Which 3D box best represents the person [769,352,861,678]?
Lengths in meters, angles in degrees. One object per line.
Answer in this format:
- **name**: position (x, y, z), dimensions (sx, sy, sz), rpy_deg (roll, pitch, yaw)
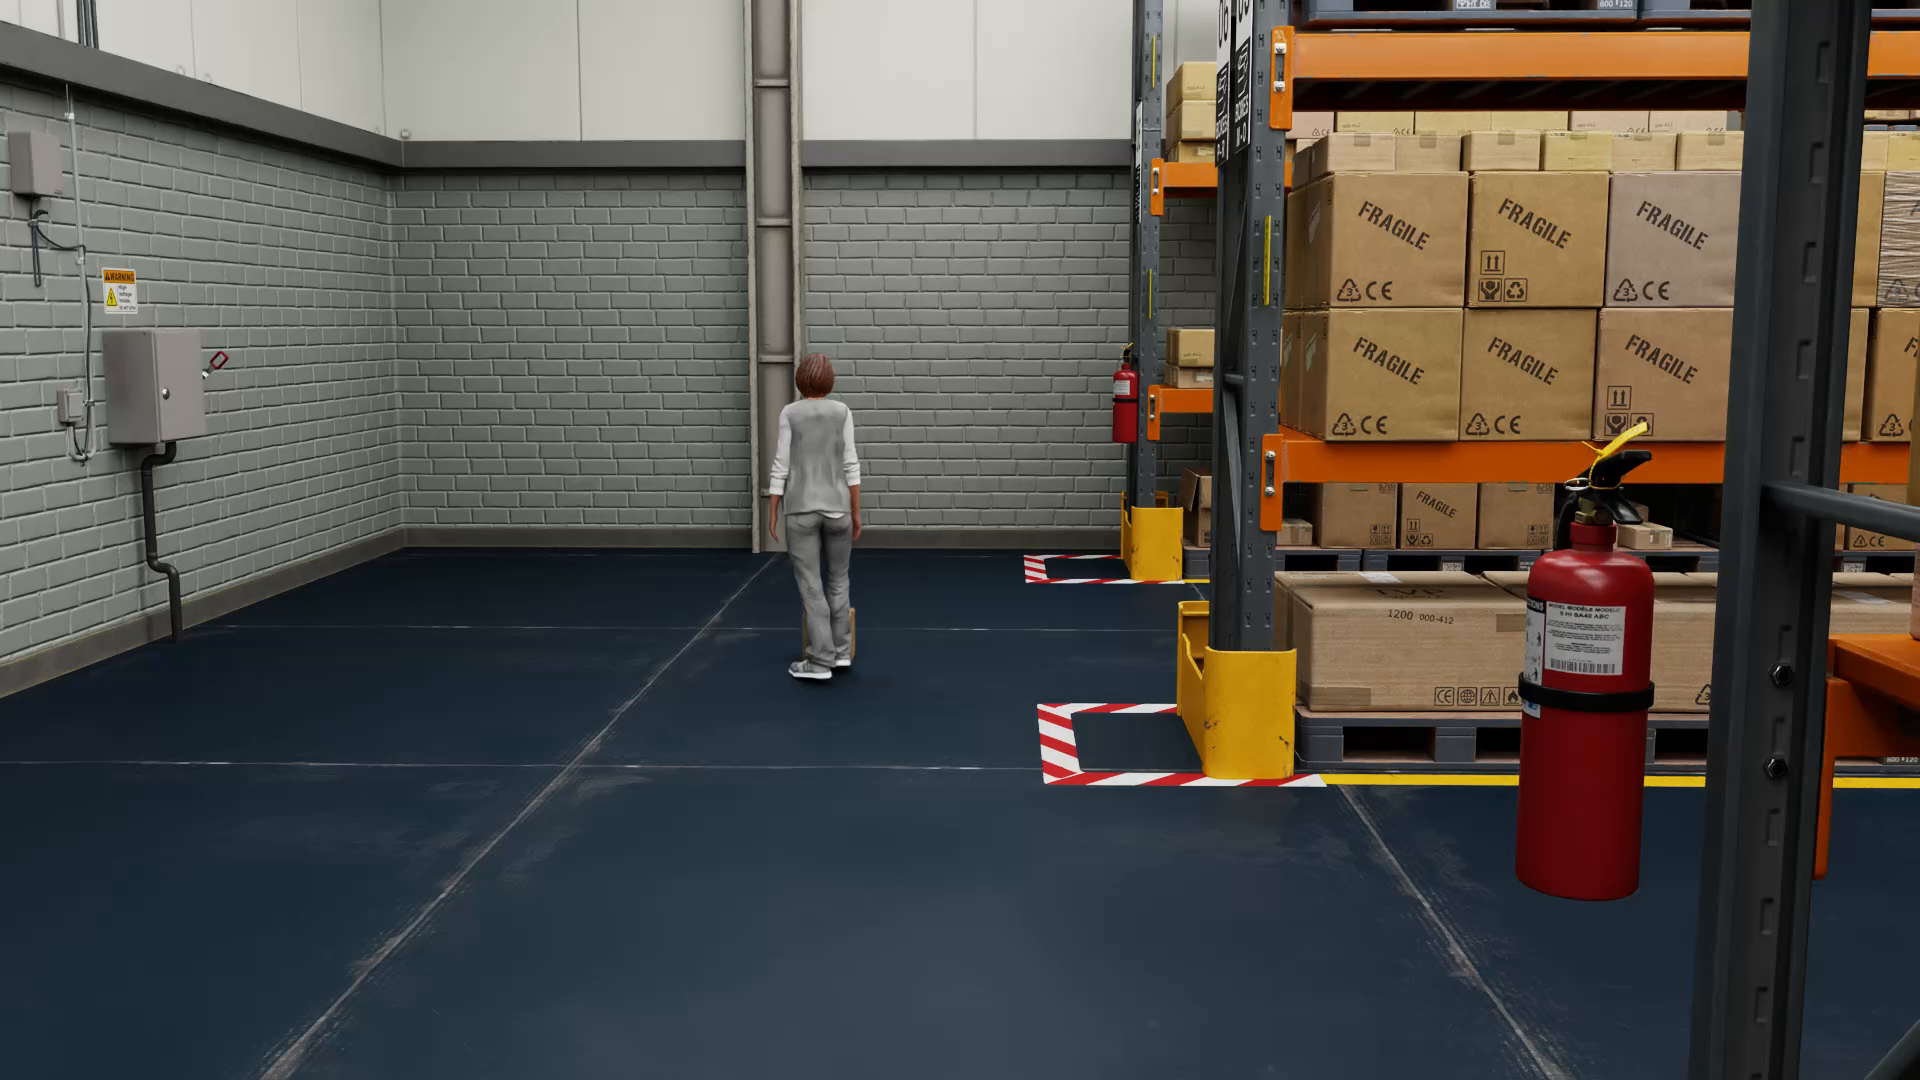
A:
- **person**: position (-0.725, -0.123, 8.213), dimensions (0.457, 1.600, 0.522), rpy_deg (-3, 8, -20)
